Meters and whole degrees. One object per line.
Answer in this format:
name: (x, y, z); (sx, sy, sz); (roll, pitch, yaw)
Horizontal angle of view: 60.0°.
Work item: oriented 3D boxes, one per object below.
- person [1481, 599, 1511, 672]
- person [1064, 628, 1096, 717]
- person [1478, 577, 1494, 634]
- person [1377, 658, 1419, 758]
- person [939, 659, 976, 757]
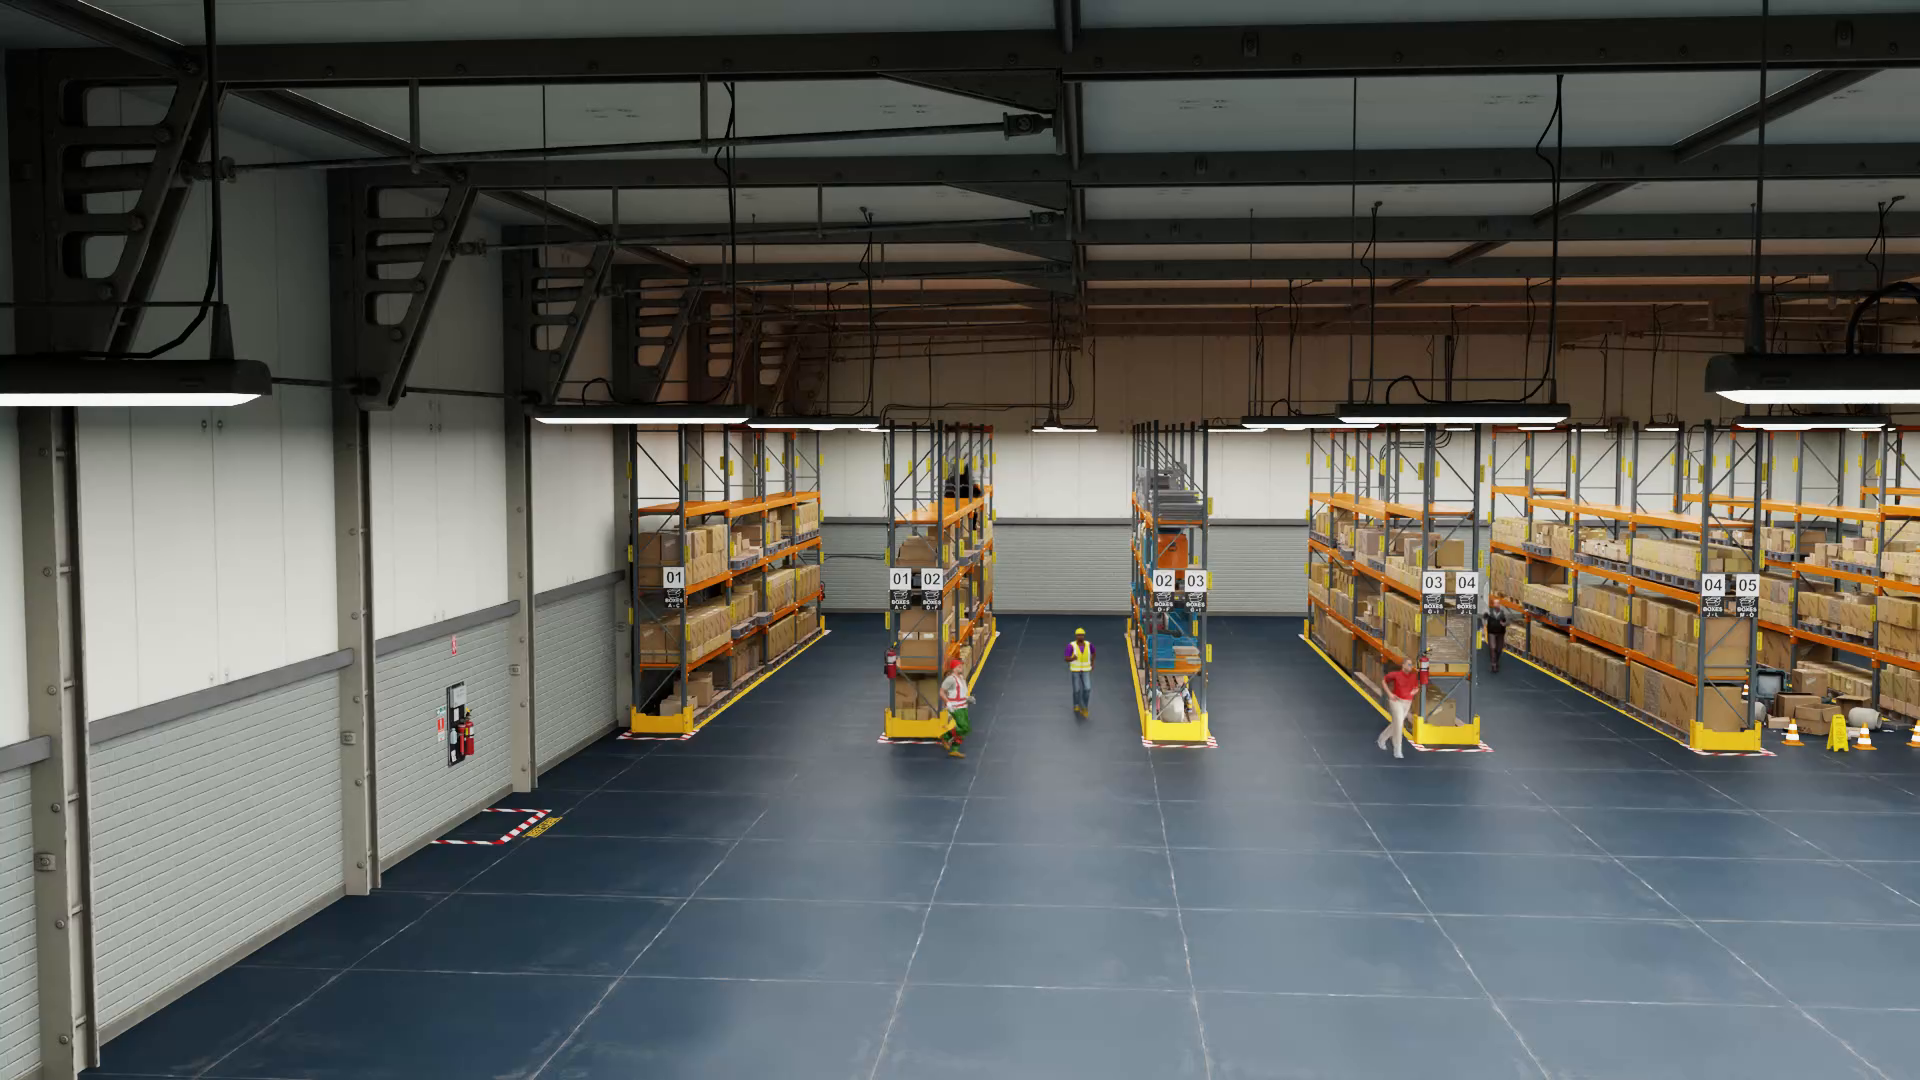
person: (12.960, 2.289, 40.201); (0.659, 1.713, 0.948); (1, 4, 8)
person: (2.462, 2.702, 33.861); (0.673, 1.812, 0.706); (0, 4, -3)
person: (15.146, 1.825, 47.463); (0.902, 1.799, 0.734); (0, 4, -6)
person: (7.929, 2.999, 29.933); (0.739, 1.747, 0.843); (-2, 4, -26)
person: (-0.034, 2.988, 29.537); (0.596, 1.742, 0.657); (2, 4, 28)
